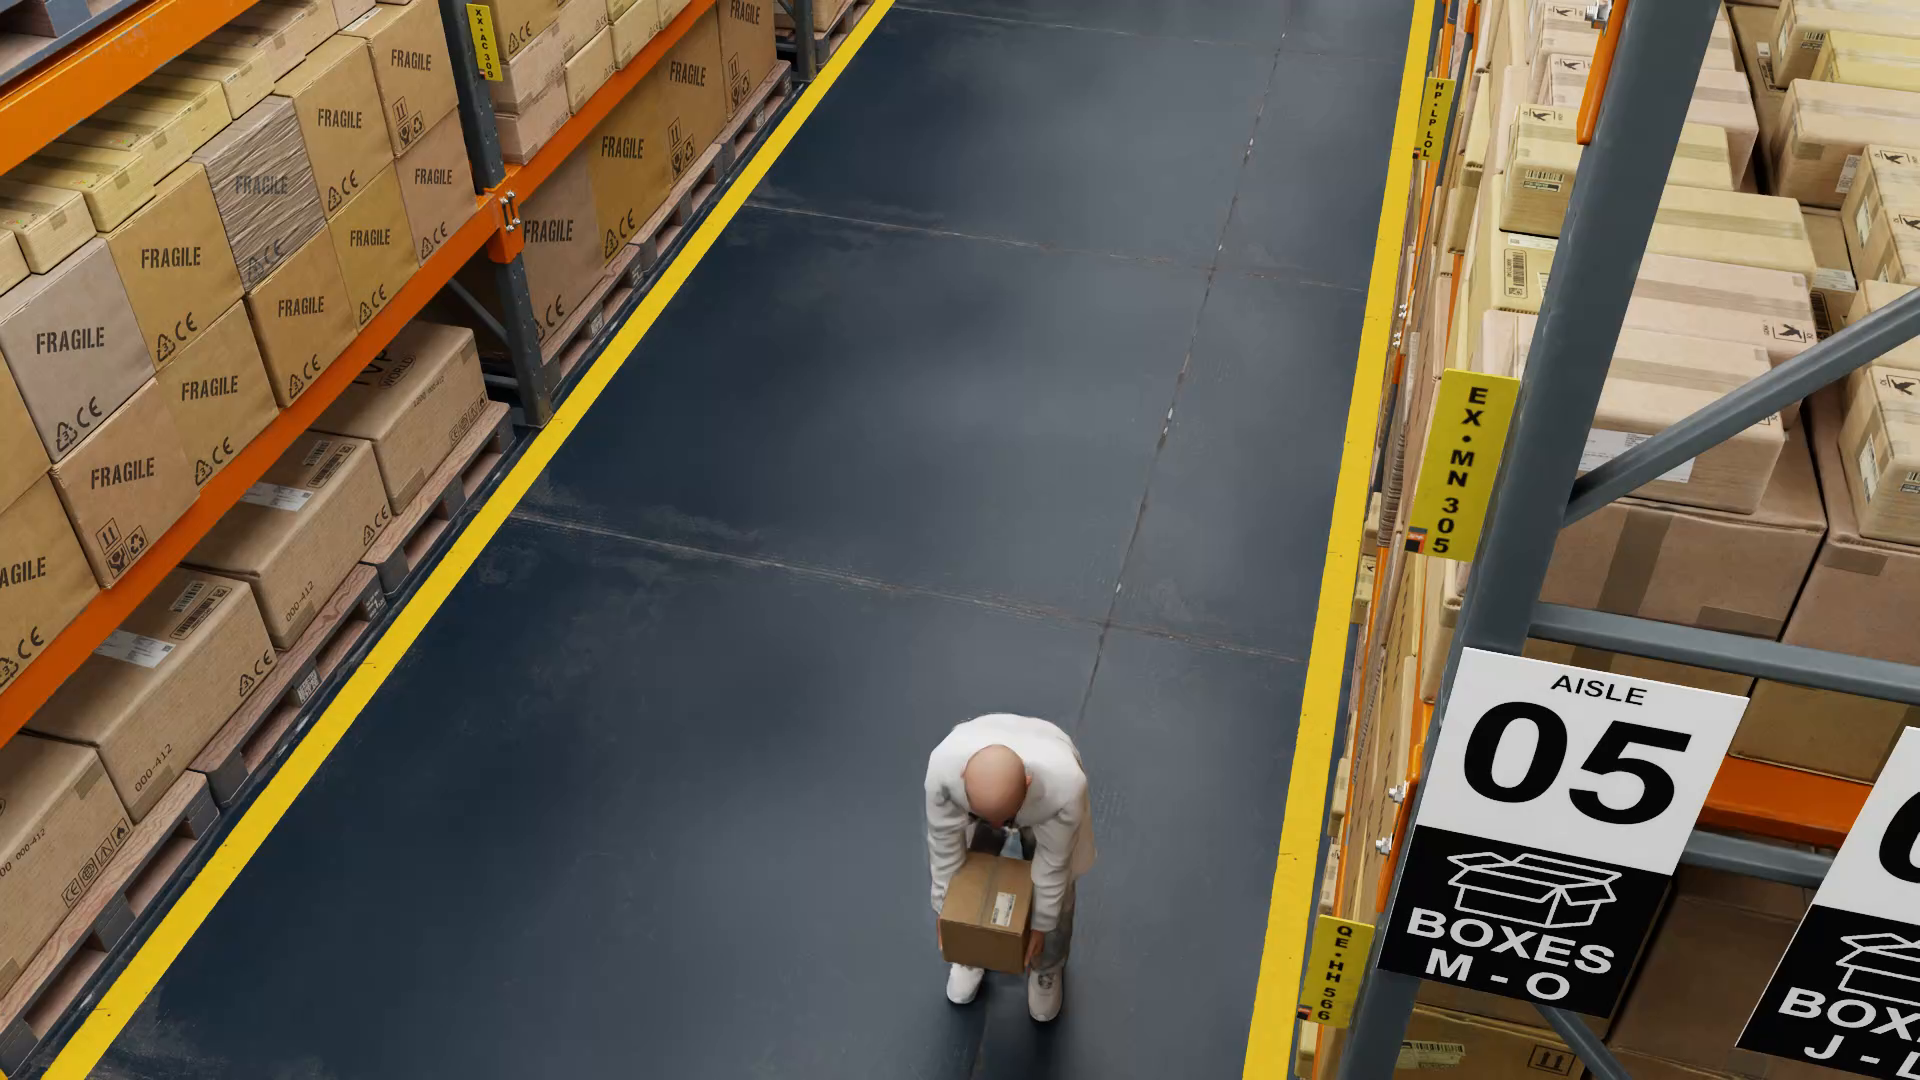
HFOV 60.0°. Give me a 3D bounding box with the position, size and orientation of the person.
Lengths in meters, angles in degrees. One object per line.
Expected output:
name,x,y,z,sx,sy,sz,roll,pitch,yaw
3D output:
person,0.137,1.003,5.163,0.547,1.564,0.760,8,41,9
